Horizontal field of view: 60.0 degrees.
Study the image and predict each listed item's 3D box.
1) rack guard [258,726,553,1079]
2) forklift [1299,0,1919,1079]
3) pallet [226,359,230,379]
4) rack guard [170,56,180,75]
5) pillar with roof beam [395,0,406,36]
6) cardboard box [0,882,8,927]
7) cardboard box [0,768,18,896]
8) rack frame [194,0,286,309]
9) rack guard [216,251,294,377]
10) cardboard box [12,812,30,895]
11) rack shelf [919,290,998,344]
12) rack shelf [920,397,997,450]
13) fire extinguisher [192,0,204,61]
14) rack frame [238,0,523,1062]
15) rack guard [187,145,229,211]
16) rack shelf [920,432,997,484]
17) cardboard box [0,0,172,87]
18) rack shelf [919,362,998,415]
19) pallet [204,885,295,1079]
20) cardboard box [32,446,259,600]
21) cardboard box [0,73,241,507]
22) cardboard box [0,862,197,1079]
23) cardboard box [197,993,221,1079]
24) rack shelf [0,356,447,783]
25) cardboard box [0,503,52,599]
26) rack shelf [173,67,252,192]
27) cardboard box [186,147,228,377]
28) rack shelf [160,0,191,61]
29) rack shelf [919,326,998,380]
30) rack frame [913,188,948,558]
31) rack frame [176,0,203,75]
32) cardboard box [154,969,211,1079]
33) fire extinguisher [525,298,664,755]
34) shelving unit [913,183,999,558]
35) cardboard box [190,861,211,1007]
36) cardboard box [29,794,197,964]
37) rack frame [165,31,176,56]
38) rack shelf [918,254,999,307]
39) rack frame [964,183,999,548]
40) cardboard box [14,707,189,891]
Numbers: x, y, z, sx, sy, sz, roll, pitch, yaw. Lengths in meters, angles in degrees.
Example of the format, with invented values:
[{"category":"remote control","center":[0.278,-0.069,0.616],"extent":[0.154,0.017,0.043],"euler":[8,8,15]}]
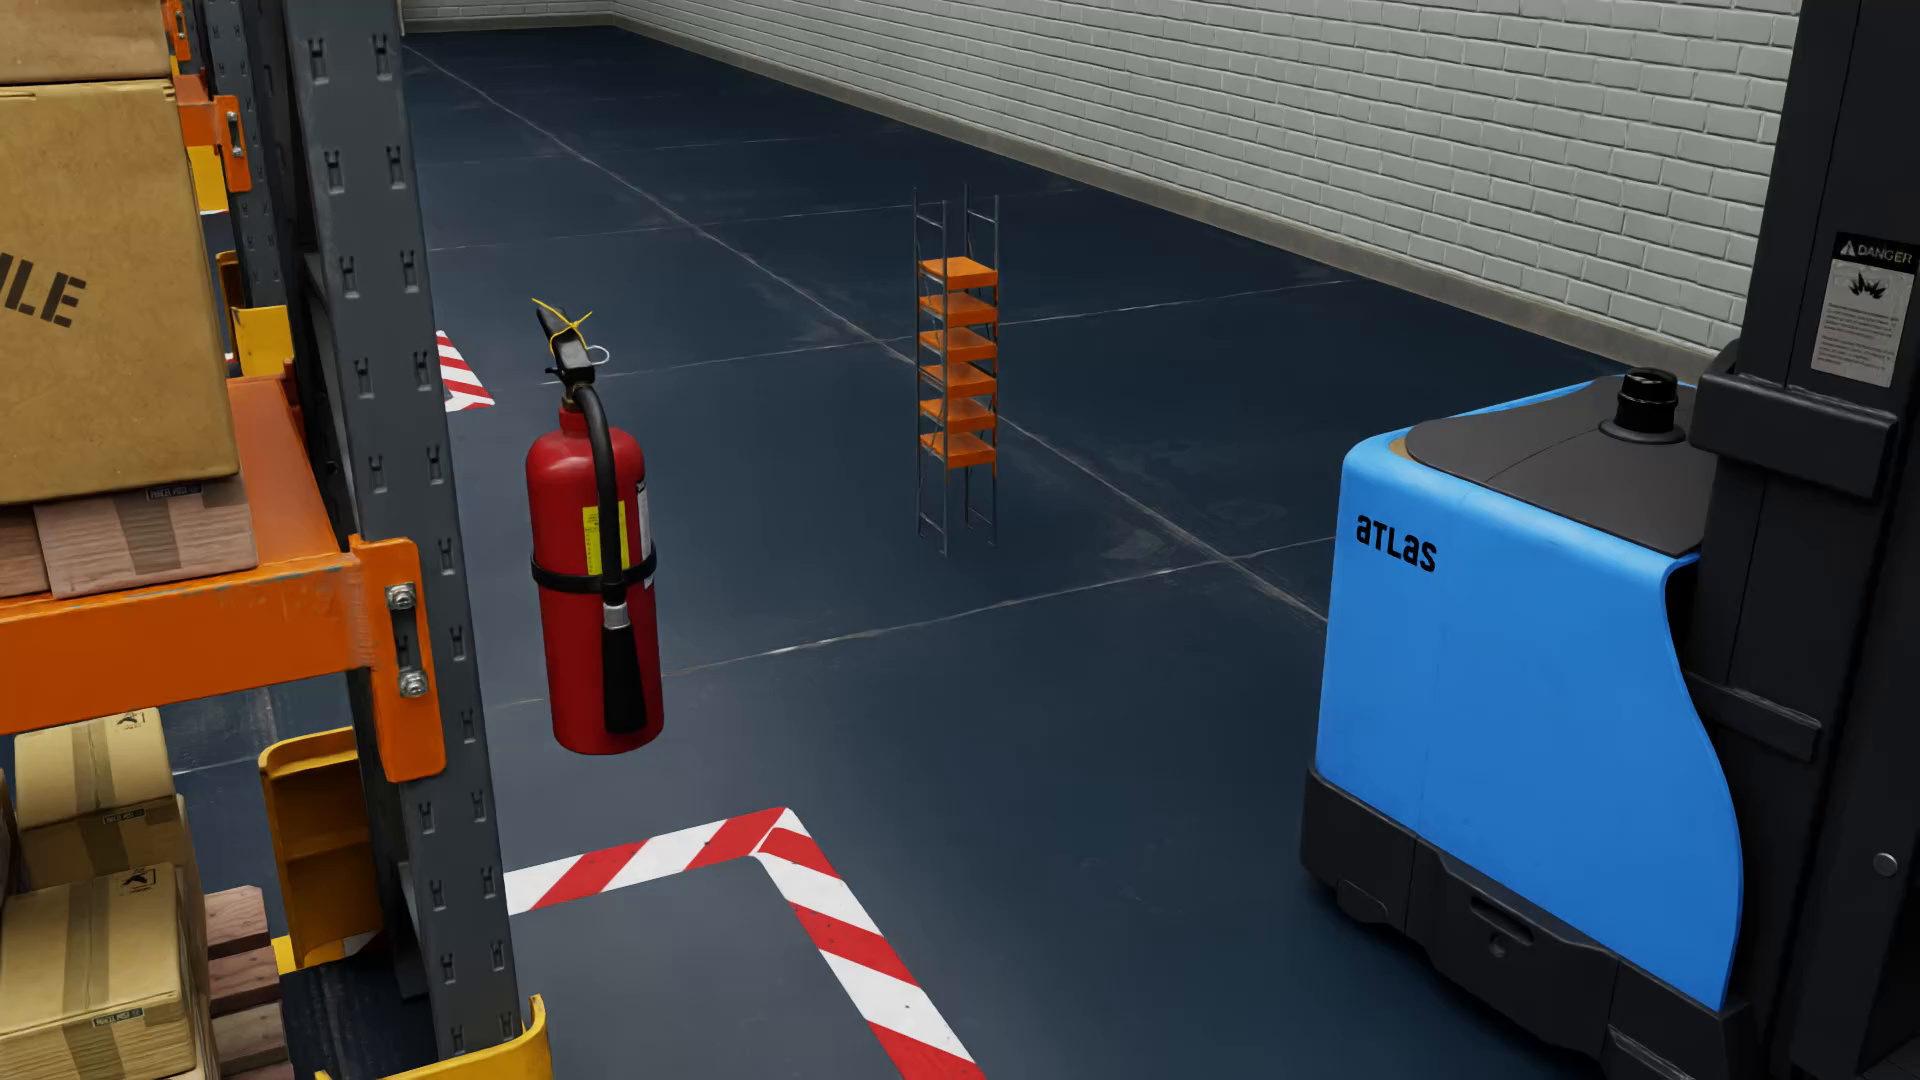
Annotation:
[{"category":"rack guard","center":[-1.040,0.827,3.098],"extent":[0.348,0.500,1.175],"euler":[-10,25,-24]},{"category":"forklift","center":[2.010,-0.198,2.396],"extent":[1.130,2.935,3.031],"euler":[-14,26,-31]},{"category":"pallet","center":[-3.718,-0.619,6.968],"extent":[1.213,0.211,1.003],"euler":[-10,25,-24]},{"category":"rack guard","center":[-7.393,-4.314,15.517],"extent":[0.348,0.500,1.175],"euler":[-10,25,-24]},{"category":"pillar with roof beam","center":[-5.551,-9.222,16.263],"extent":[0.400,9.000,9.100],"euler":[-10,25,-24]},{"category":"cardboard box","center":[-1.589,0.705,2.526],"extent":[0.250,0.149,0.380],"euler":[-10,24,-23]},{"category":"cardboard box","center":[-1.787,0.565,2.864],"extent":[0.250,0.149,0.380],"euler":[-10,24,-23]},{"category":"rack frame","center":[-3.031,-2.067,6.821],"extent":[0.127,3.000,1.000],"euler":[-10,25,-24]},{"category":"rack guard","center":[-3.010,-0.916,7.308],"extent":[0.348,0.500,1.175],"euler":[-10,25,-24]},{"category":"cardboard box","center":[-1.826,0.670,3.000],"extent":[0.250,0.149,0.380],"euler":[-11,25,-24]},{"category":"rack shelf","center":[-0.013,-0.733,5.440],"extent":[0.180,0.103,0.258],"euler":[-10,25,-24]},{"category":"rack shelf","center":[-0.013,-0.400,5.578],"extent":[0.180,0.103,0.258],"euler":[-10,25,-24]},{"category":"fire extinguisher","center":[-4.846,-3.434,10.712],"extent":[0.183,0.674,0.296],"euler":[-10,25,-24]},{"category":"rack frame","center":[-0.971,-0.340,2.651],"extent":[0.127,3.000,1.000],"euler":[-10,25,-24]},{"category":"rack guard","center":[-5.163,-2.627,11.443],"extent":[0.348,0.500,1.175],"euler":[-10,25,-24]},{"category":"rack shelf","center":[-0.013,-0.289,5.624],"extent":[0.180,0.103,0.258],"euler":[-10,25,-24]},{"category":"cardboard box","center":[-1.276,-0.824,1.993],"extent":[0.500,0.500,0.500],"euler":[-11,25,-25]},{"category":"rack shelf","center":[-0.013,-0.511,5.532],"extent":[0.180,0.103,0.258],"euler":[-10,25,-24]},{"category":"pallet","center":[-1.787,1.083,2.857],"extent":[1.213,0.211,1.003],"euler":[-10,25,-24]},{"category":"cardboard box","center":[-1.142,-0.073,2.333],"extent":[0.250,0.149,0.380],"euler":[-10,25,-24]},{"category":"cardboard box","center":[-1.264,-0.361,2.180],"extent":[0.500,0.500,0.500],"euler":[-10,24,-23]},{"category":"cardboard box","center":[-1.338,0.683,2.579],"extent":[0.250,0.149,0.380],"euler":[-10,25,-23]},{"category":"cardboard box","center":[-1.355,0.942,2.731],"extent":[0.250,0.149,0.380],"euler":[-10,25,-23]},{"category":"rack shelf","center":[-2.773,0.324,1.987],"extent":[4.000,0.370,1.077],"euler":[-10,25,-24]},{"category":"cardboard box","center":[-1.383,-0.045,2.264],"extent":[0.250,0.149,0.380],"euler":[-10,25,-24]},{"category":"rack shelf","center":[-4.833,-1.402,6.157],"extent":[4.000,0.370,1.077],"euler":[-10,25,-24]},{"category":"cardboard box","center":[-3.573,-1.145,6.824],"extent":[0.875,0.875,0.875],"euler":[-10,25,-24]},{"category":"rack shelf","center":[-6.981,-3.109,10.280],"extent":[4.000,0.370,1.077],"euler":[-10,25,-24]},{"category":"rack shelf","center":[-0.013,-0.622,5.486],"extent":[0.180,0.103,0.258],"euler":[-10,25,-24]},{"category":"rack frame","center":[-0.095,-0.537,5.478],"extent":[0.006,1.200,0.240],"euler":[-10,25,-24]},{"category":"rack frame","center":[-5.179,-3.773,10.944],"extent":[0.127,3.000,1.000],"euler":[-10,25,-24]},{"category":"cardboard box","center":[-1.323,0.831,2.610],"extent":[0.250,0.149,0.380],"euler":[-11,25,-25]},{"category":"fire extinguisher","center":[-0.544,-0.015,2.453],"extent":[0.183,0.674,0.296],"euler":[-10,25,-24]},{"category":"shelving unit","center":[-0.013,-0.552,5.515],"extent":[0.189,1.200,0.258],"euler":[-10,25,-24]},{"category":"cardboard box","center":[-1.582,0.759,3.172],"extent":[0.250,0.149,0.380],"euler":[-10,24,-23]},{"category":"cardboard box","center":[-1.555,0.644,3.062],"extent":[0.250,0.149,0.380],"euler":[-9,24,-21]},{"category":"rack frame","center":[-7.324,-5.481,15.070],"extent":[0.127,3.000,1.000],"euler":[-10,25,-24]},{"category":"rack shelf","center":[-0.013,-0.844,5.394],"extent":[0.180,0.103,0.258],"euler":[-10,25,-24]},{"category":"rack frame","center":[0.069,-0.567,5.551],"extent":[0.006,1.200,0.240],"euler":[-10,25,-24]},{"category":"cardboard box","center":[-1.591,0.478,3.075],"extent":[0.250,0.149,0.380],"euler":[-12,25,-26]}]
